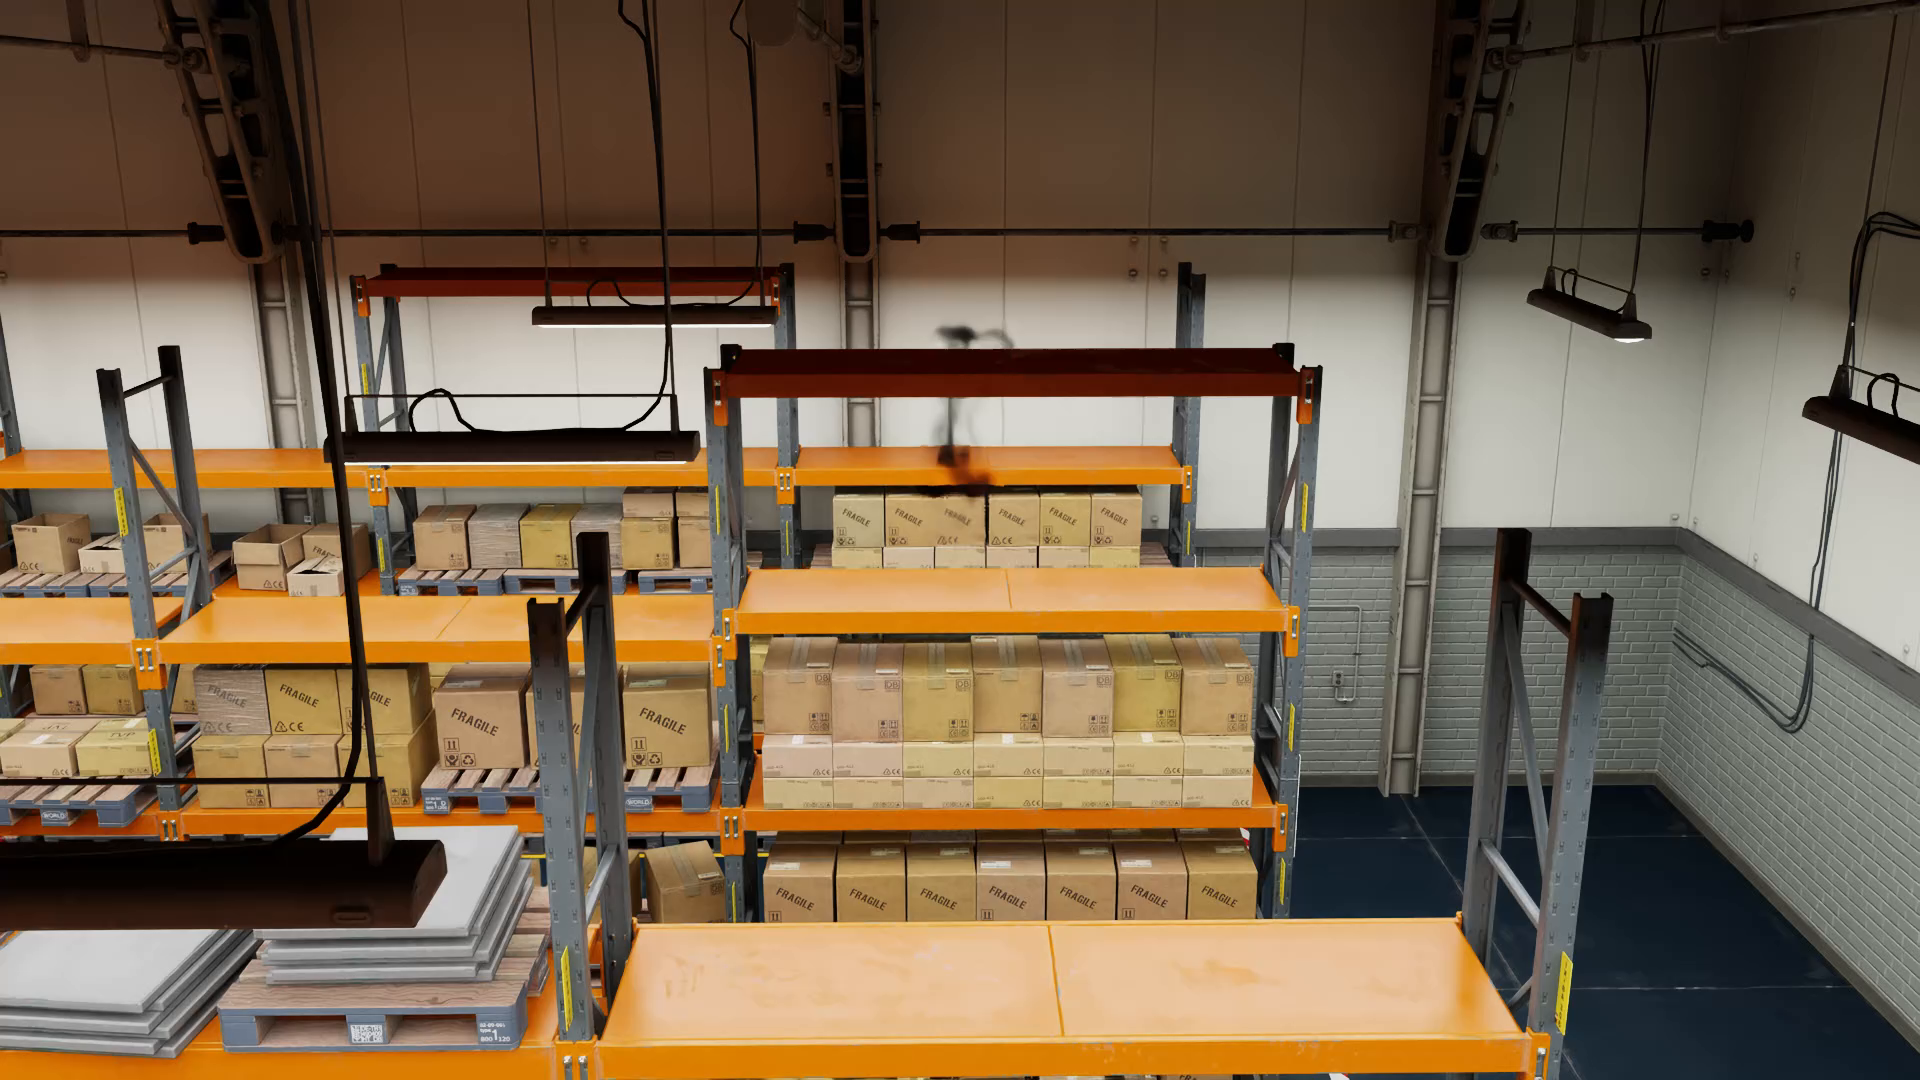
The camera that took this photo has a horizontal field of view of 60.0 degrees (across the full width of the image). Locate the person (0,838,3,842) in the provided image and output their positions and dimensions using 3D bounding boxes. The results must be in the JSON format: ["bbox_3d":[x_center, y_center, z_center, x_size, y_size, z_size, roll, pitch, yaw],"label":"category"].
[{"bbox_3d":[-8.788,3.155,14.770,0.604,1.677,0.677,0,16,0],"label":"person"}]
